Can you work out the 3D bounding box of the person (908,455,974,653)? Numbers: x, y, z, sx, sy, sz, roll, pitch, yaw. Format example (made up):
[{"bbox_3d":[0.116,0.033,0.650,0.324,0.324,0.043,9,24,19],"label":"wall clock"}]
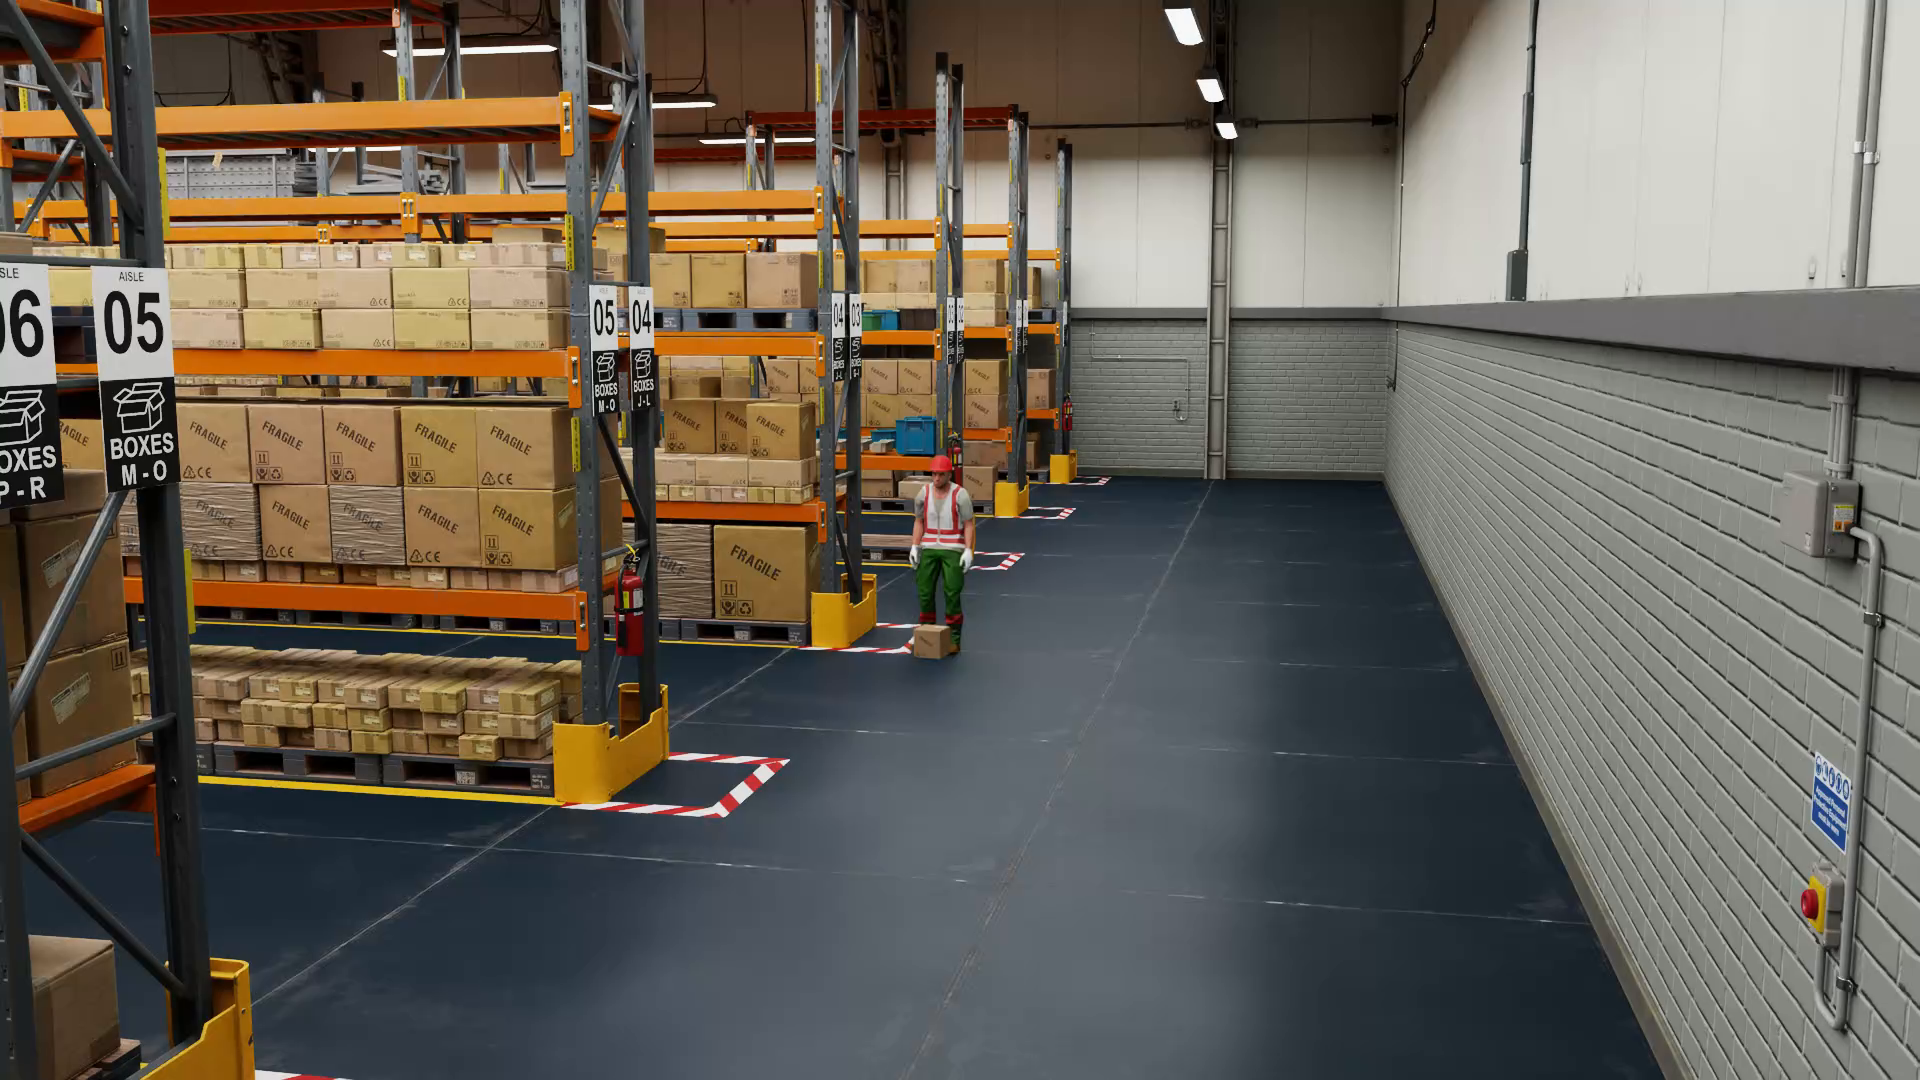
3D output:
[{"bbox_3d":[-0.168,0.121,14.885,0.604,1.777,0.453,3,8,20],"label":"person"}]
